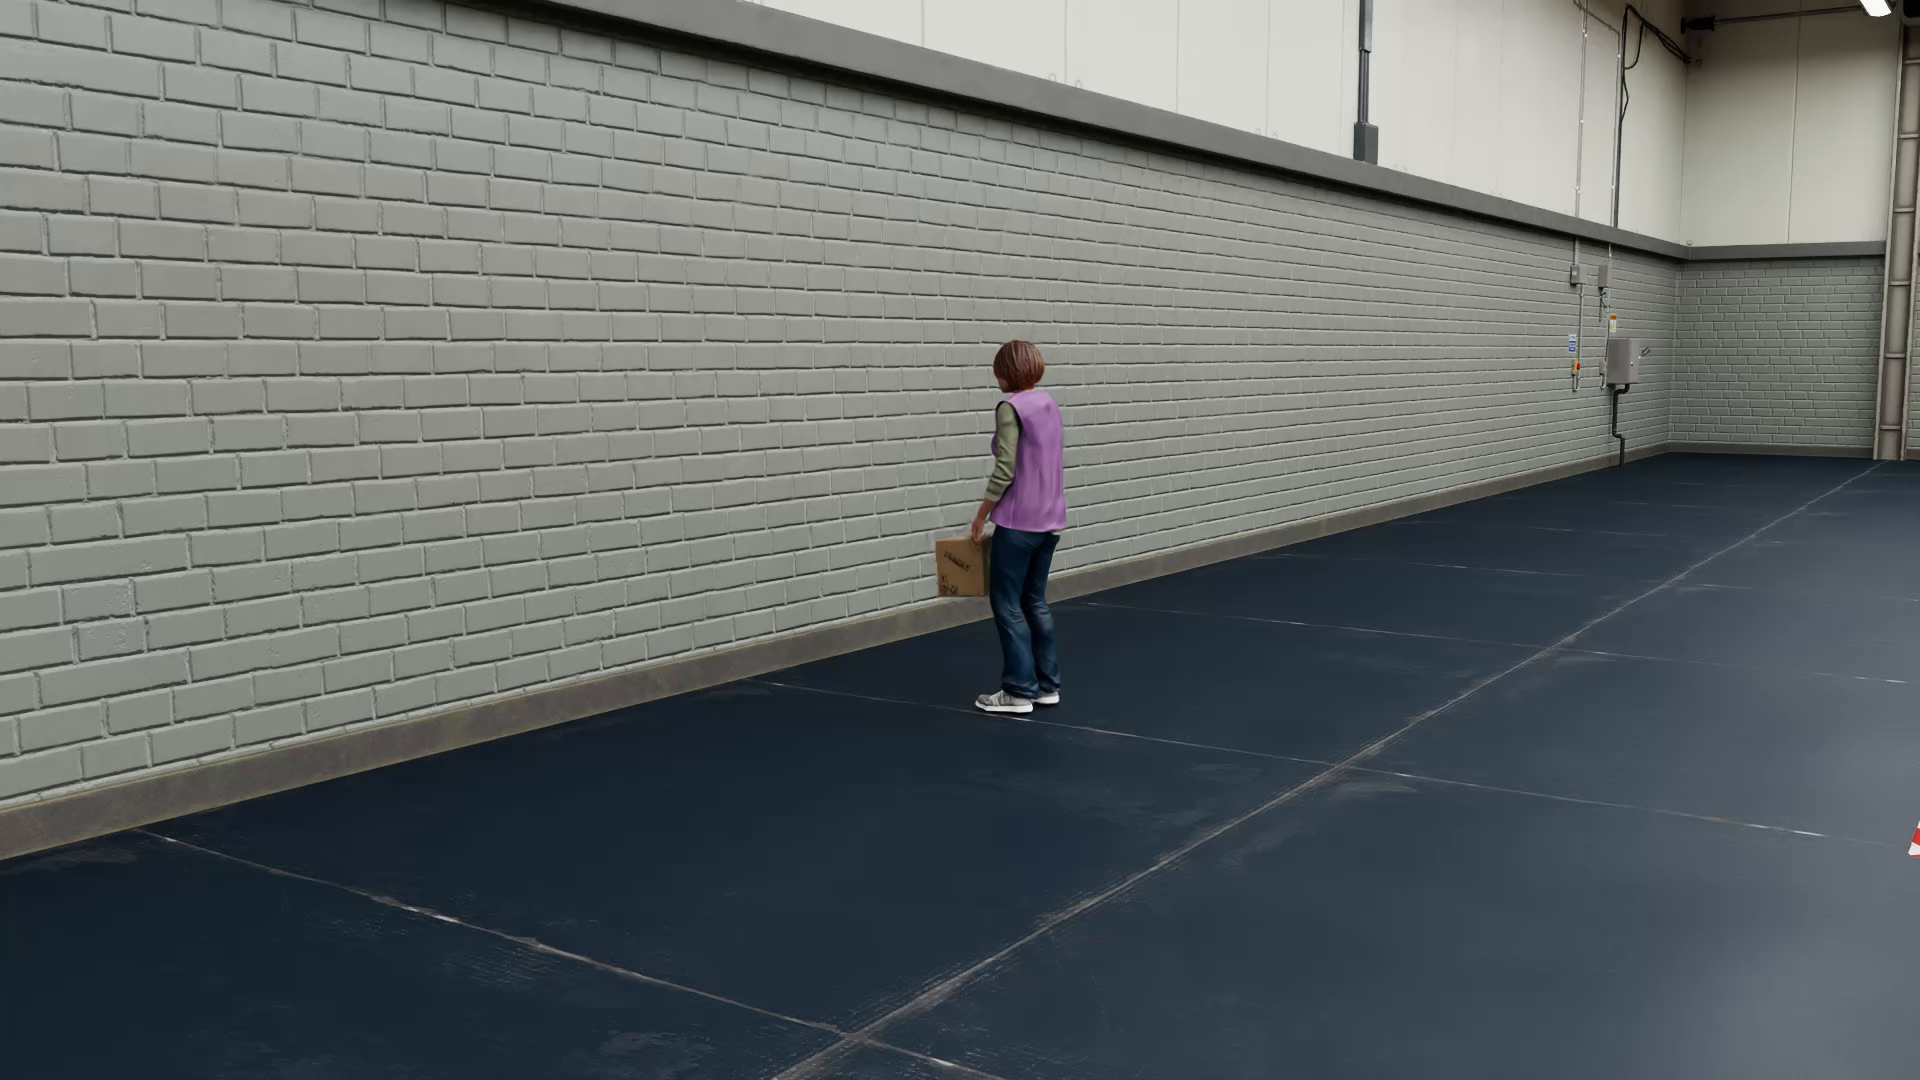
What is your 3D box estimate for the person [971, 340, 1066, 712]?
[{"bbox_3d":[0.267,-0.058,7.175,0.347,1.600,0.447,5,8,36],"label":"person"}]
